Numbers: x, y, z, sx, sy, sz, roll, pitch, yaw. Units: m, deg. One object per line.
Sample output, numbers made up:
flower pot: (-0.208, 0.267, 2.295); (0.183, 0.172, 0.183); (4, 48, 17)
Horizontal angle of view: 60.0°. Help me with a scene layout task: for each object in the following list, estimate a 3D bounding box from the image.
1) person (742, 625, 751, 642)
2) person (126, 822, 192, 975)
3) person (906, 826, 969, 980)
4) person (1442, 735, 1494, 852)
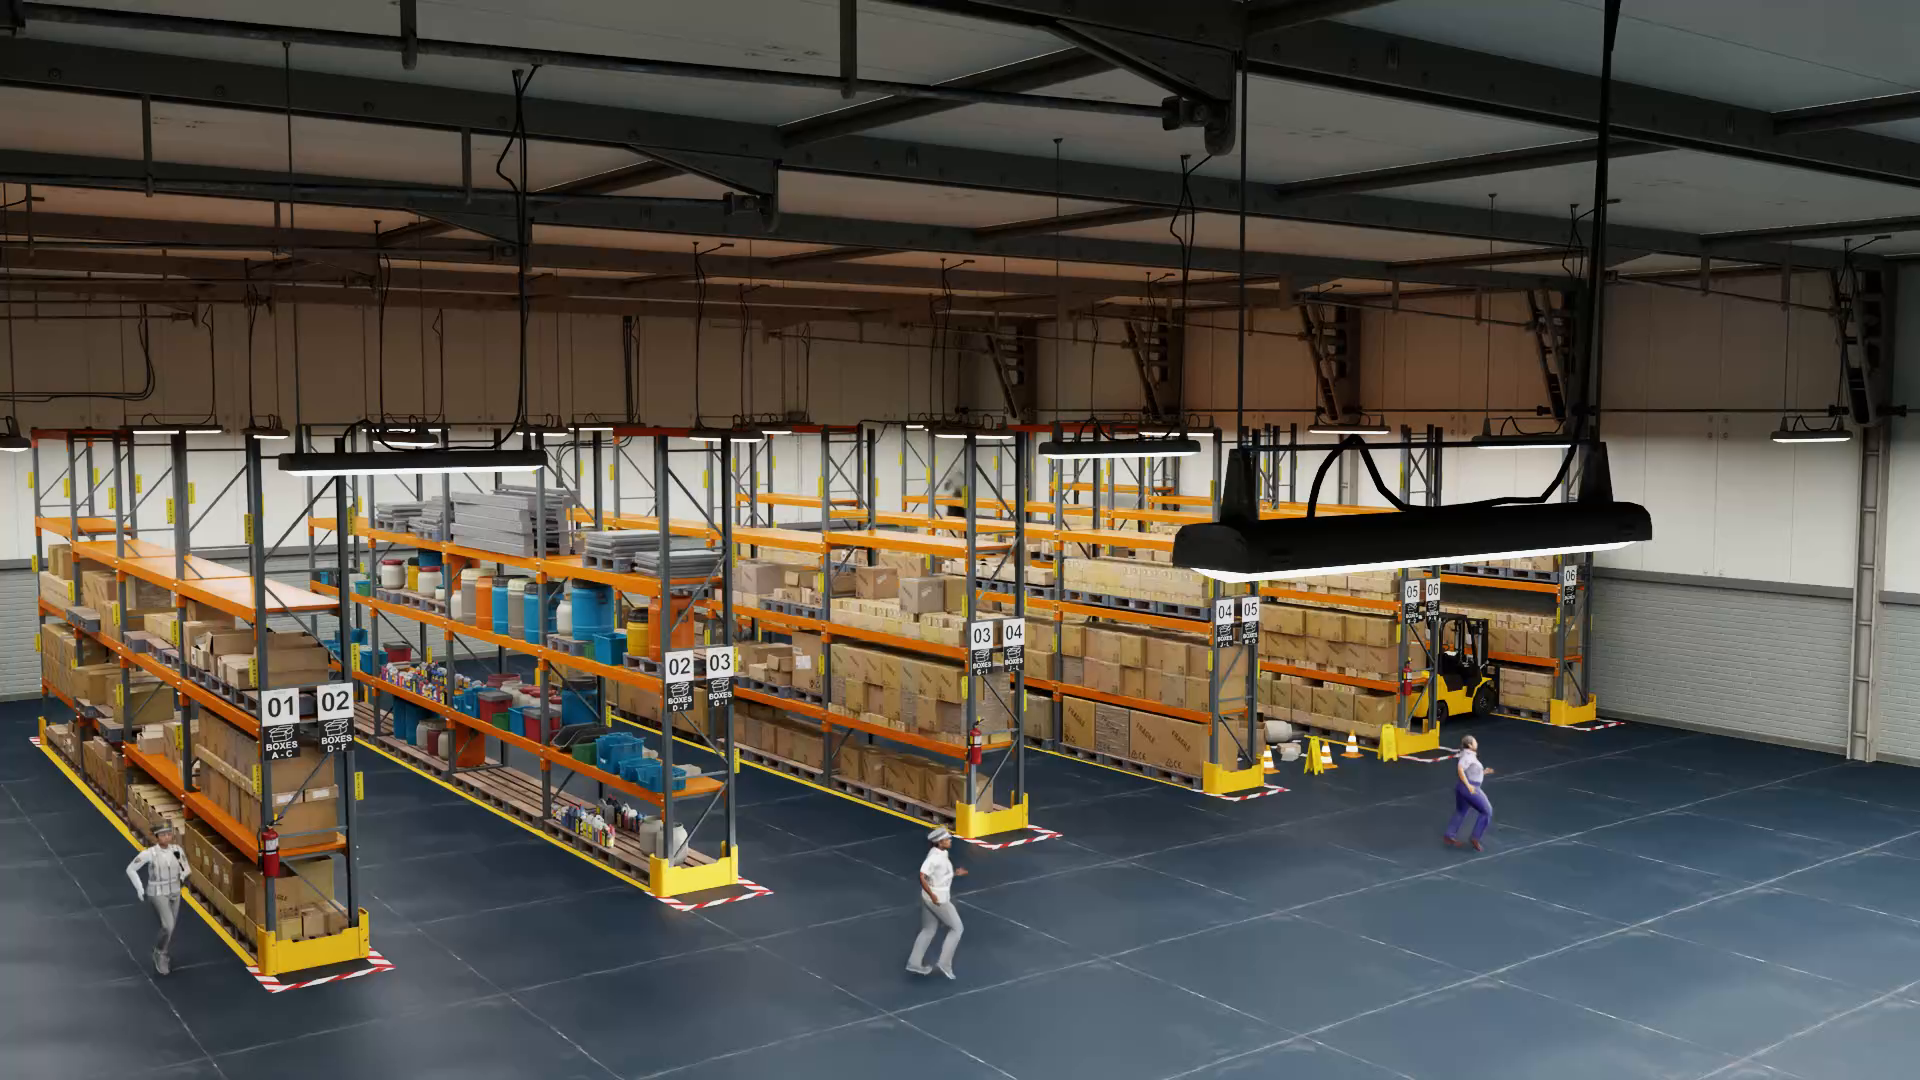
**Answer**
person: (-5.420, 2.256, 41.898); (0.546, 1.597, 0.662); (-1, 5, -8)
person: (-8.949, 4.016, 18.721); (0.681, 1.711, 0.578); (3, 5, 33)
person: (-0.252, 4.048, 18.561); (0.728, 1.754, 0.545); (-1, 5, -12)
person: (7.324, 3.643, 23.910); (0.716, 1.693, 0.574); (0, 4, -4)
